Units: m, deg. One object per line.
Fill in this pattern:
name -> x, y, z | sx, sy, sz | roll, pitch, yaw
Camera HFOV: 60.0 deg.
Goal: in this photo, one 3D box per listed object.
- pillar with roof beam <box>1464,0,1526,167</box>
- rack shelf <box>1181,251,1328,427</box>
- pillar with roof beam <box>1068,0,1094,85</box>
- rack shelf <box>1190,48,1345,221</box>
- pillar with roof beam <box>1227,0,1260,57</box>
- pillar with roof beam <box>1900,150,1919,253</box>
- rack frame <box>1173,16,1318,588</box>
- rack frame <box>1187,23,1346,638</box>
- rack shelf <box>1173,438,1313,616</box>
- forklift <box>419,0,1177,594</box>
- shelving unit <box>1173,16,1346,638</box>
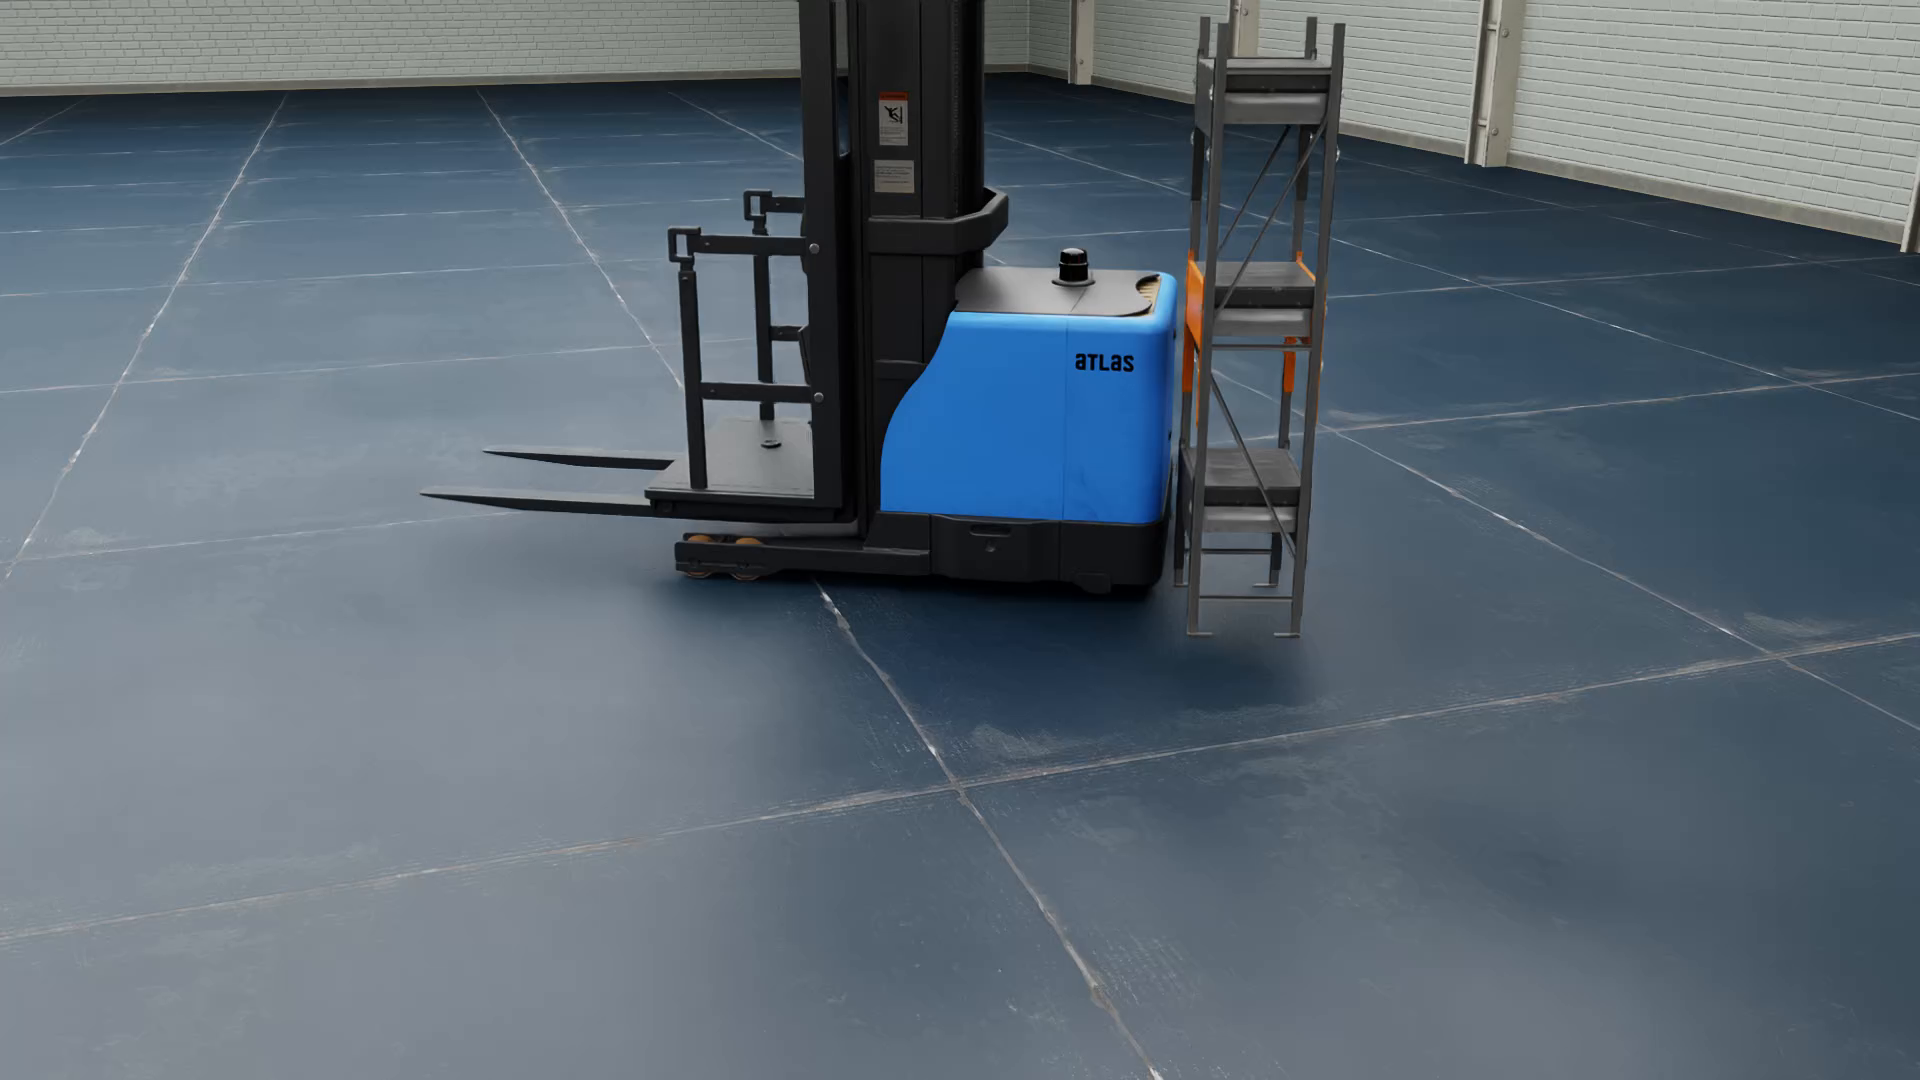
pillar with roof beam -> 1.805, -7.983, 15.830 | 9.100, 9.000, 0.400 | -6, 21, -17
rack shelf -> 1.020, -0.713, 5.835 | 0.431, 0.518, 0.480 | 0, 20, 1
pillar with roof beam -> -1.966, -11.834, 26.552 | 9.100, 9.000, 0.400 | -6, 21, -17
rack shelf -> 1.020, -1.372, 5.598 | 0.431, 0.518, 0.480 | 0, 20, 1
pillar with roof beam -> -0.081, -9.909, 21.191 | 9.100, 9.000, 0.400 | -6, 21, -17
pillar with roof beam -> 3.691, -6.058, 10.470 | 9.100, 9.000, 0.400 | -6, 21, -17
rack frame -> 1.025, -0.808, 6.060 | 0.400, 2.100, 0.015 | 0, 20, 1
rack frame -> 1.014, -0.643, 5.601 | 0.400, 2.100, 0.015 | 0, 20, 1
rack shelf -> 1.019, -0.054, 6.071 | 0.431, 0.518, 0.480 | 0, 20, 1
forklift -> -0.666, -1.391, 6.455 | 3.031, 2.935, 1.130 | 3, 20, 9
shelving unit -> 1.020, -0.726, 5.830 | 0.431, 2.100, 0.503 | 0, 20, 1
